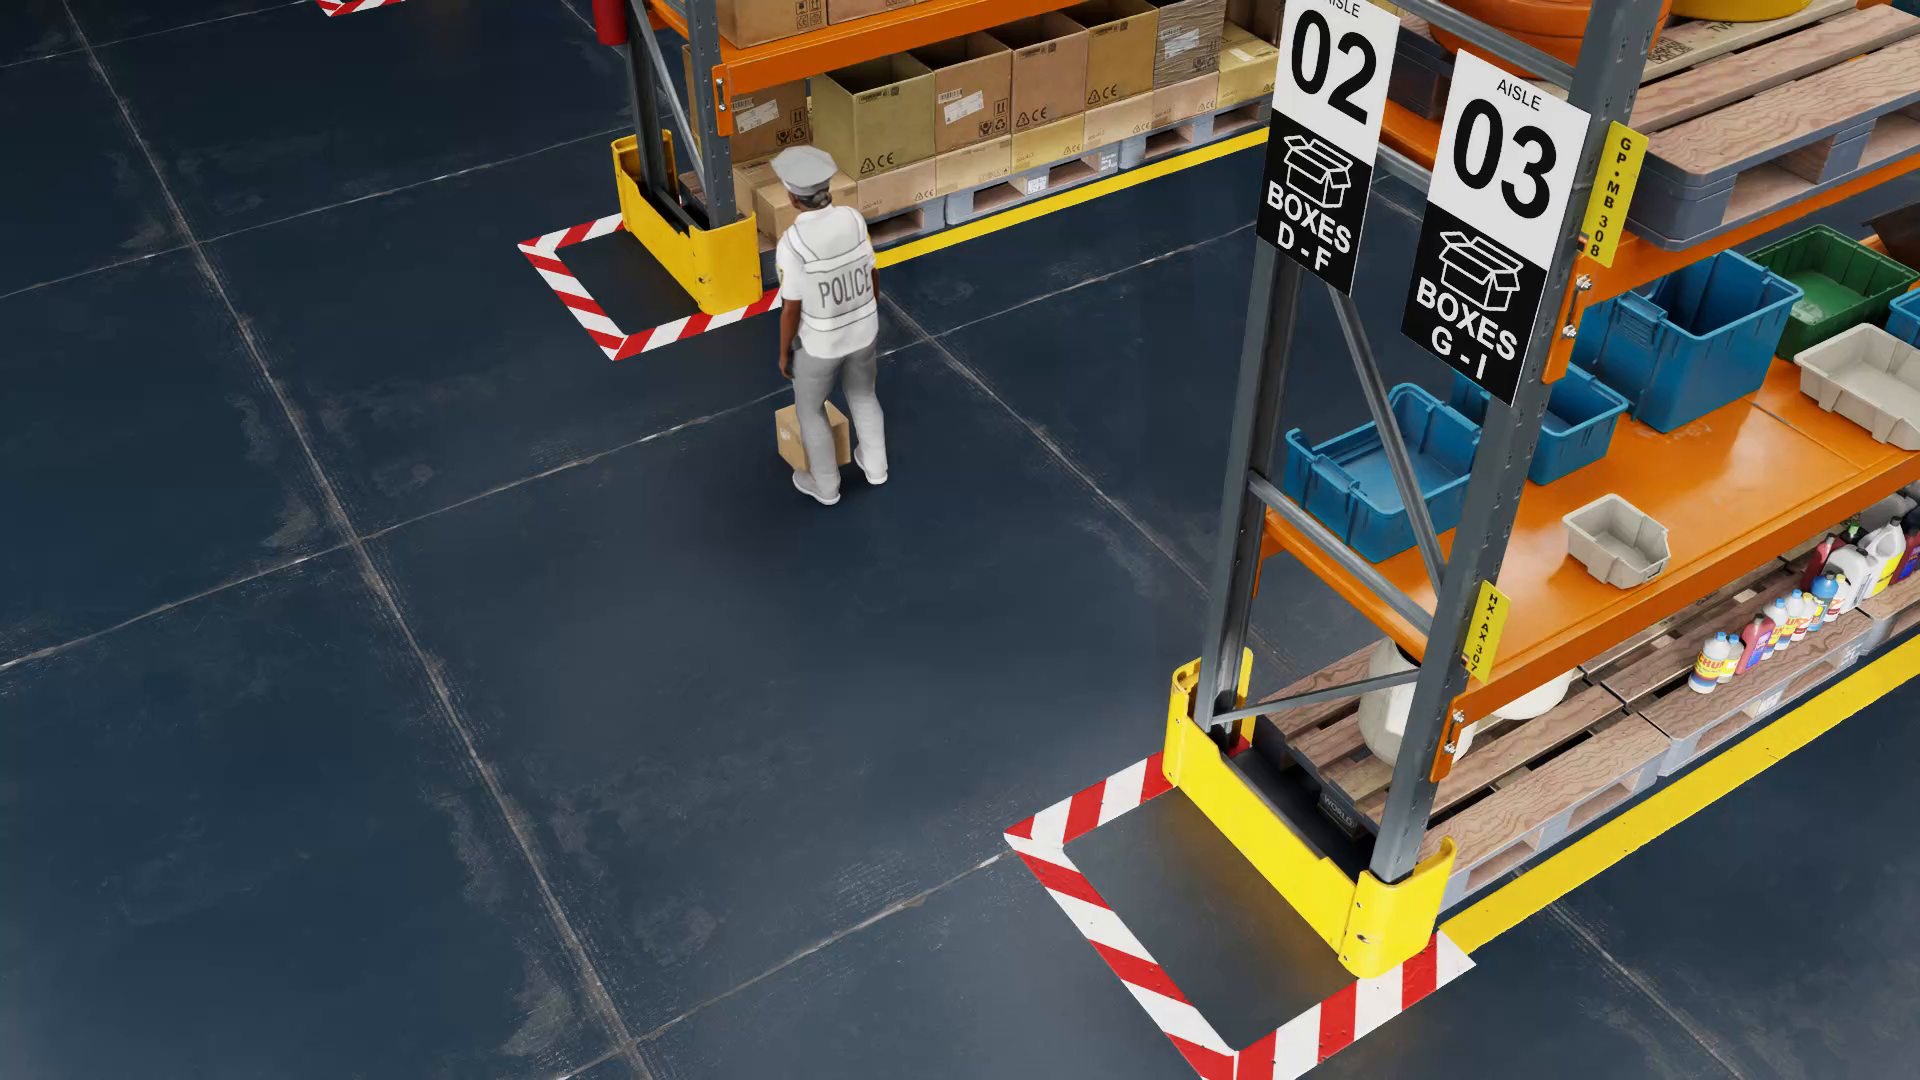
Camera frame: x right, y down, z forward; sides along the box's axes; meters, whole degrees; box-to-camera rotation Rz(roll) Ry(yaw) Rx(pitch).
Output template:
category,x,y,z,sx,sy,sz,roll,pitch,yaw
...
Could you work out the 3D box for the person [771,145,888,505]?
category,x,y,z,sx,sy,sz,roll,pitch,yaw
person,-0.547,-0.888,7.181,0.512,1.657,0.398,-26,47,-26
